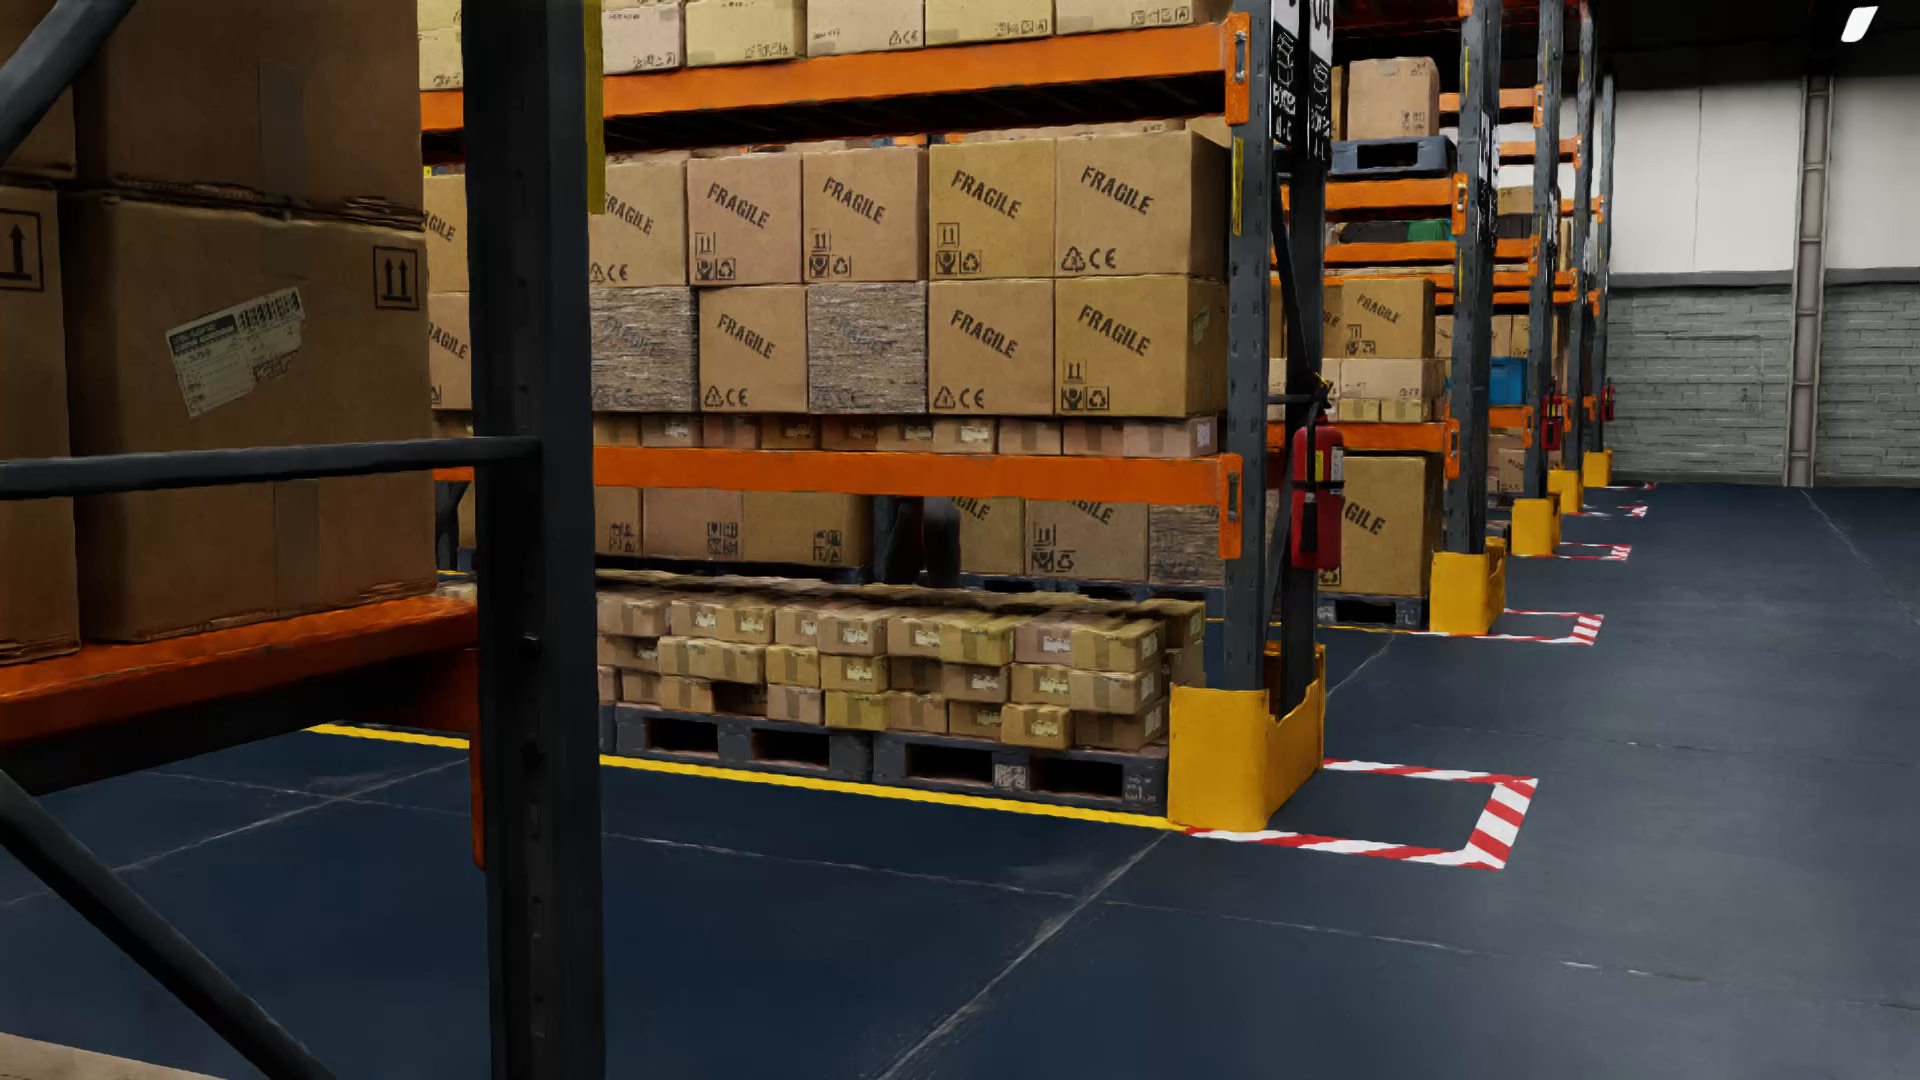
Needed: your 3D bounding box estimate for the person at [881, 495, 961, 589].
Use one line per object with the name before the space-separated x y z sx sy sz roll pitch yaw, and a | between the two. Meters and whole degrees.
person | -0.194 -0.067 8.574 0.593 1.676 0.458 3 6 27
